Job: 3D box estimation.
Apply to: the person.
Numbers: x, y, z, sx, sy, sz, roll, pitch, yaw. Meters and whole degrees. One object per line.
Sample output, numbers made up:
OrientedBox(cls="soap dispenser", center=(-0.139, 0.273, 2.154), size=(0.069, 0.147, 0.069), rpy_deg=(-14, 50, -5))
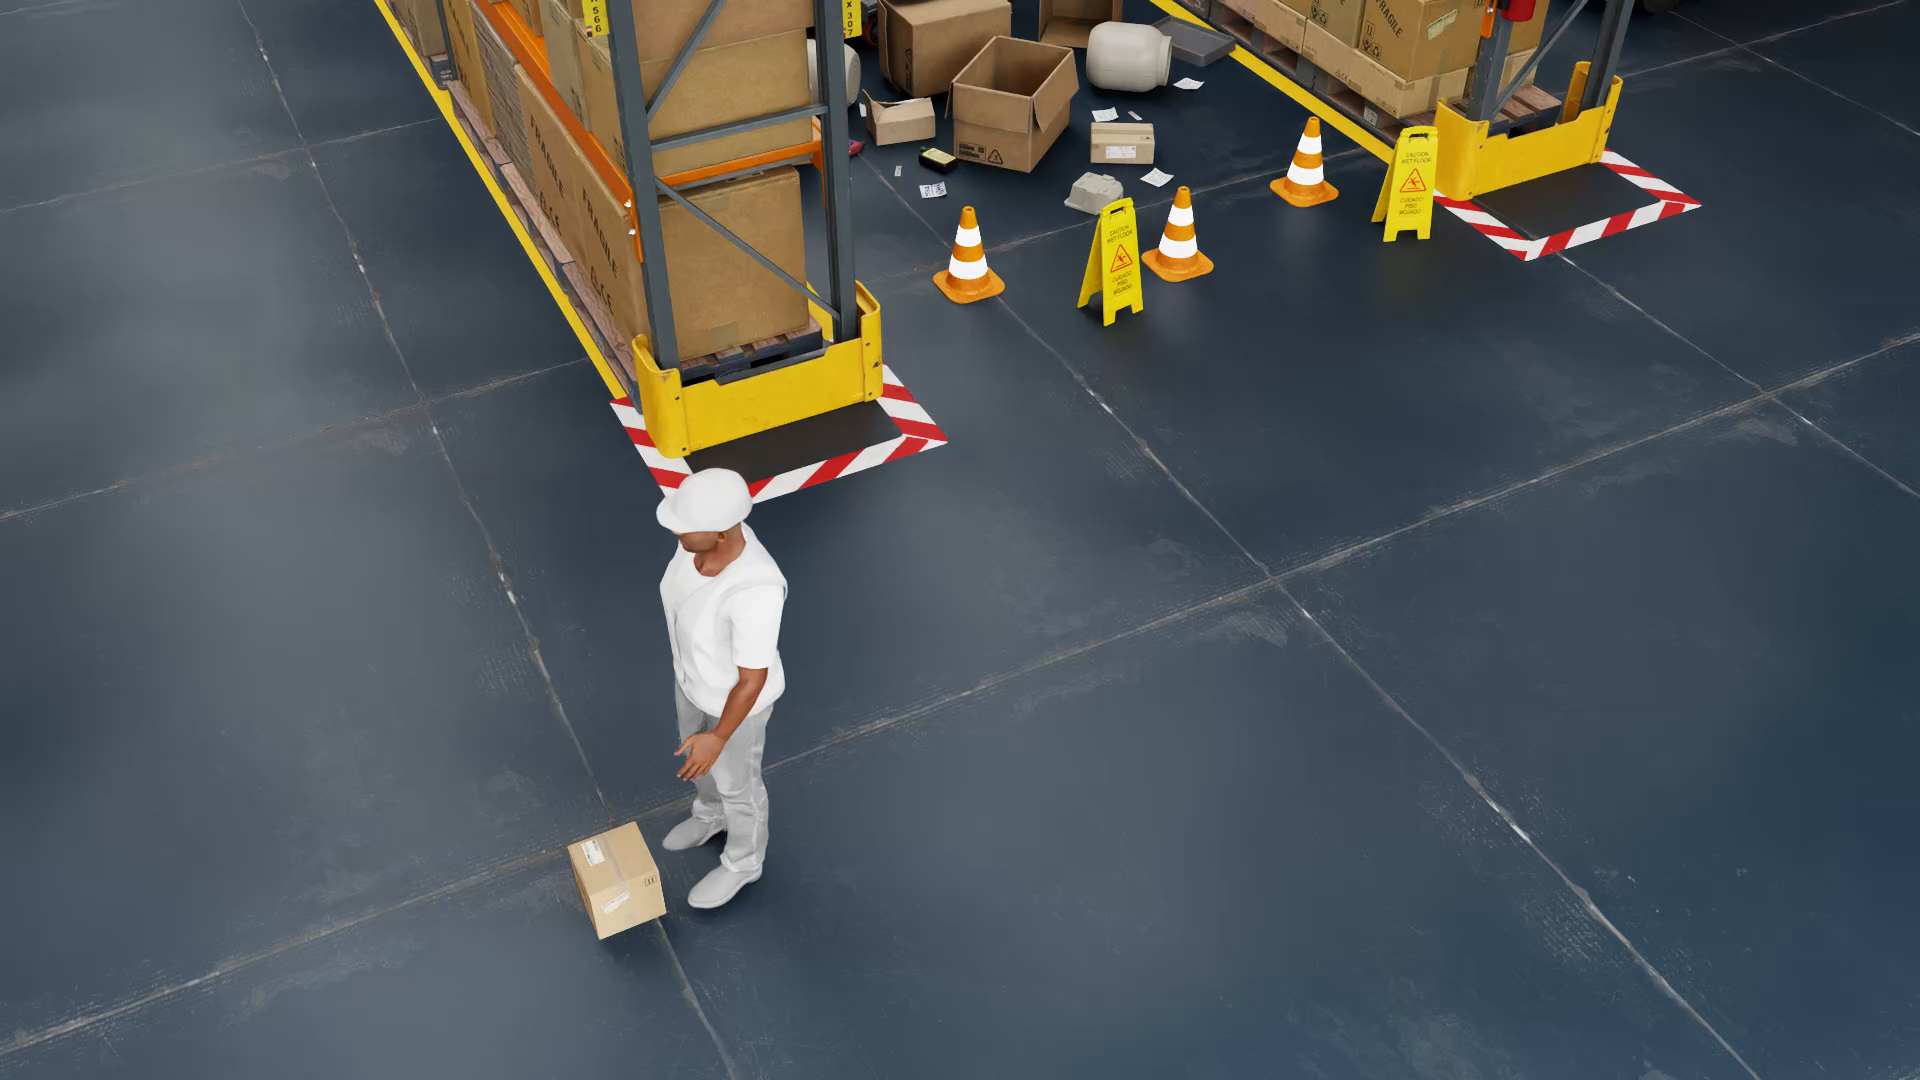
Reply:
OrientedBox(cls="person", center=(-0.827, 0.512, 5.552), size=(0.491, 1.808, 0.590), rpy_deg=(-23, 46, -24))
